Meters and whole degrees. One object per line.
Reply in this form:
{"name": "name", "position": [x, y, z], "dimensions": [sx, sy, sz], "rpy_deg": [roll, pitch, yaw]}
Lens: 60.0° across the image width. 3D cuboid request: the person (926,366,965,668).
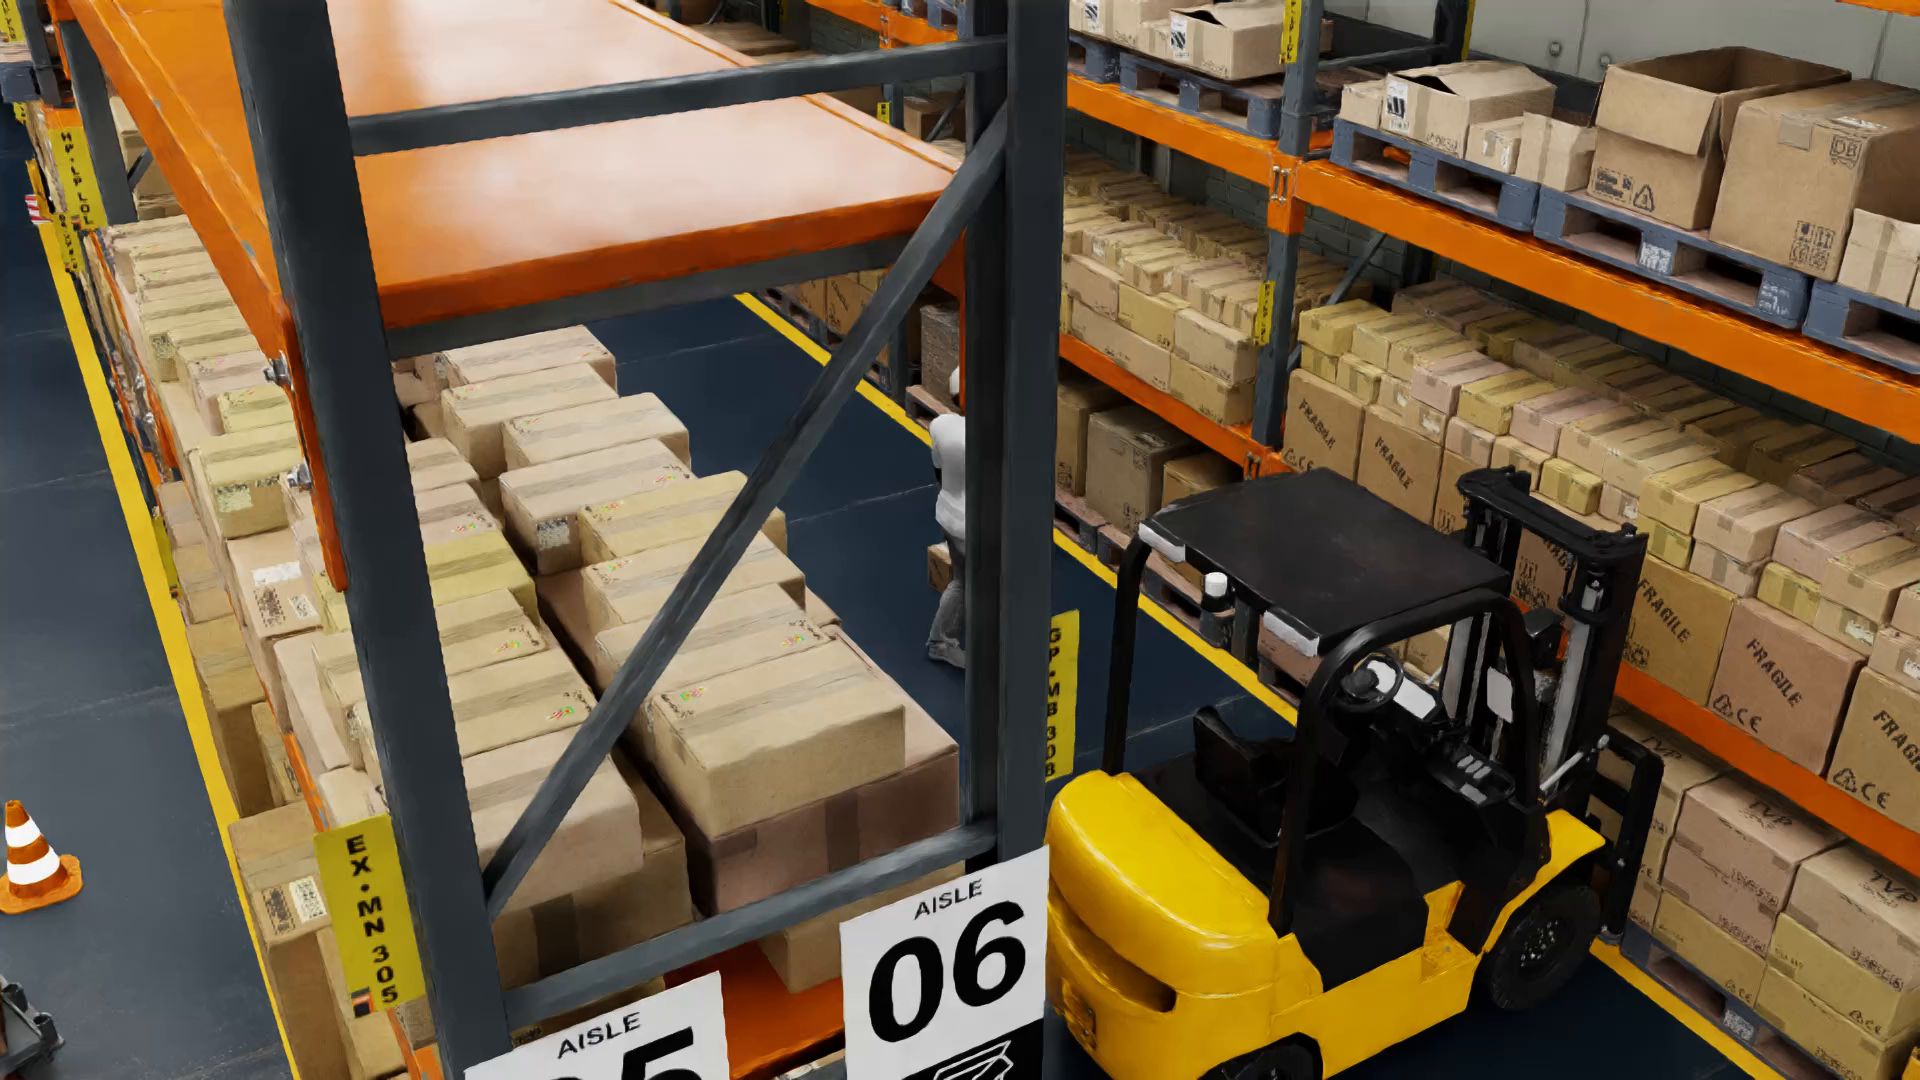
{"name": "person", "position": [0.150, -0.069, 8.700], "dimensions": [0.563, 1.751, 0.678], "rpy_deg": [-11, 31, -20]}
